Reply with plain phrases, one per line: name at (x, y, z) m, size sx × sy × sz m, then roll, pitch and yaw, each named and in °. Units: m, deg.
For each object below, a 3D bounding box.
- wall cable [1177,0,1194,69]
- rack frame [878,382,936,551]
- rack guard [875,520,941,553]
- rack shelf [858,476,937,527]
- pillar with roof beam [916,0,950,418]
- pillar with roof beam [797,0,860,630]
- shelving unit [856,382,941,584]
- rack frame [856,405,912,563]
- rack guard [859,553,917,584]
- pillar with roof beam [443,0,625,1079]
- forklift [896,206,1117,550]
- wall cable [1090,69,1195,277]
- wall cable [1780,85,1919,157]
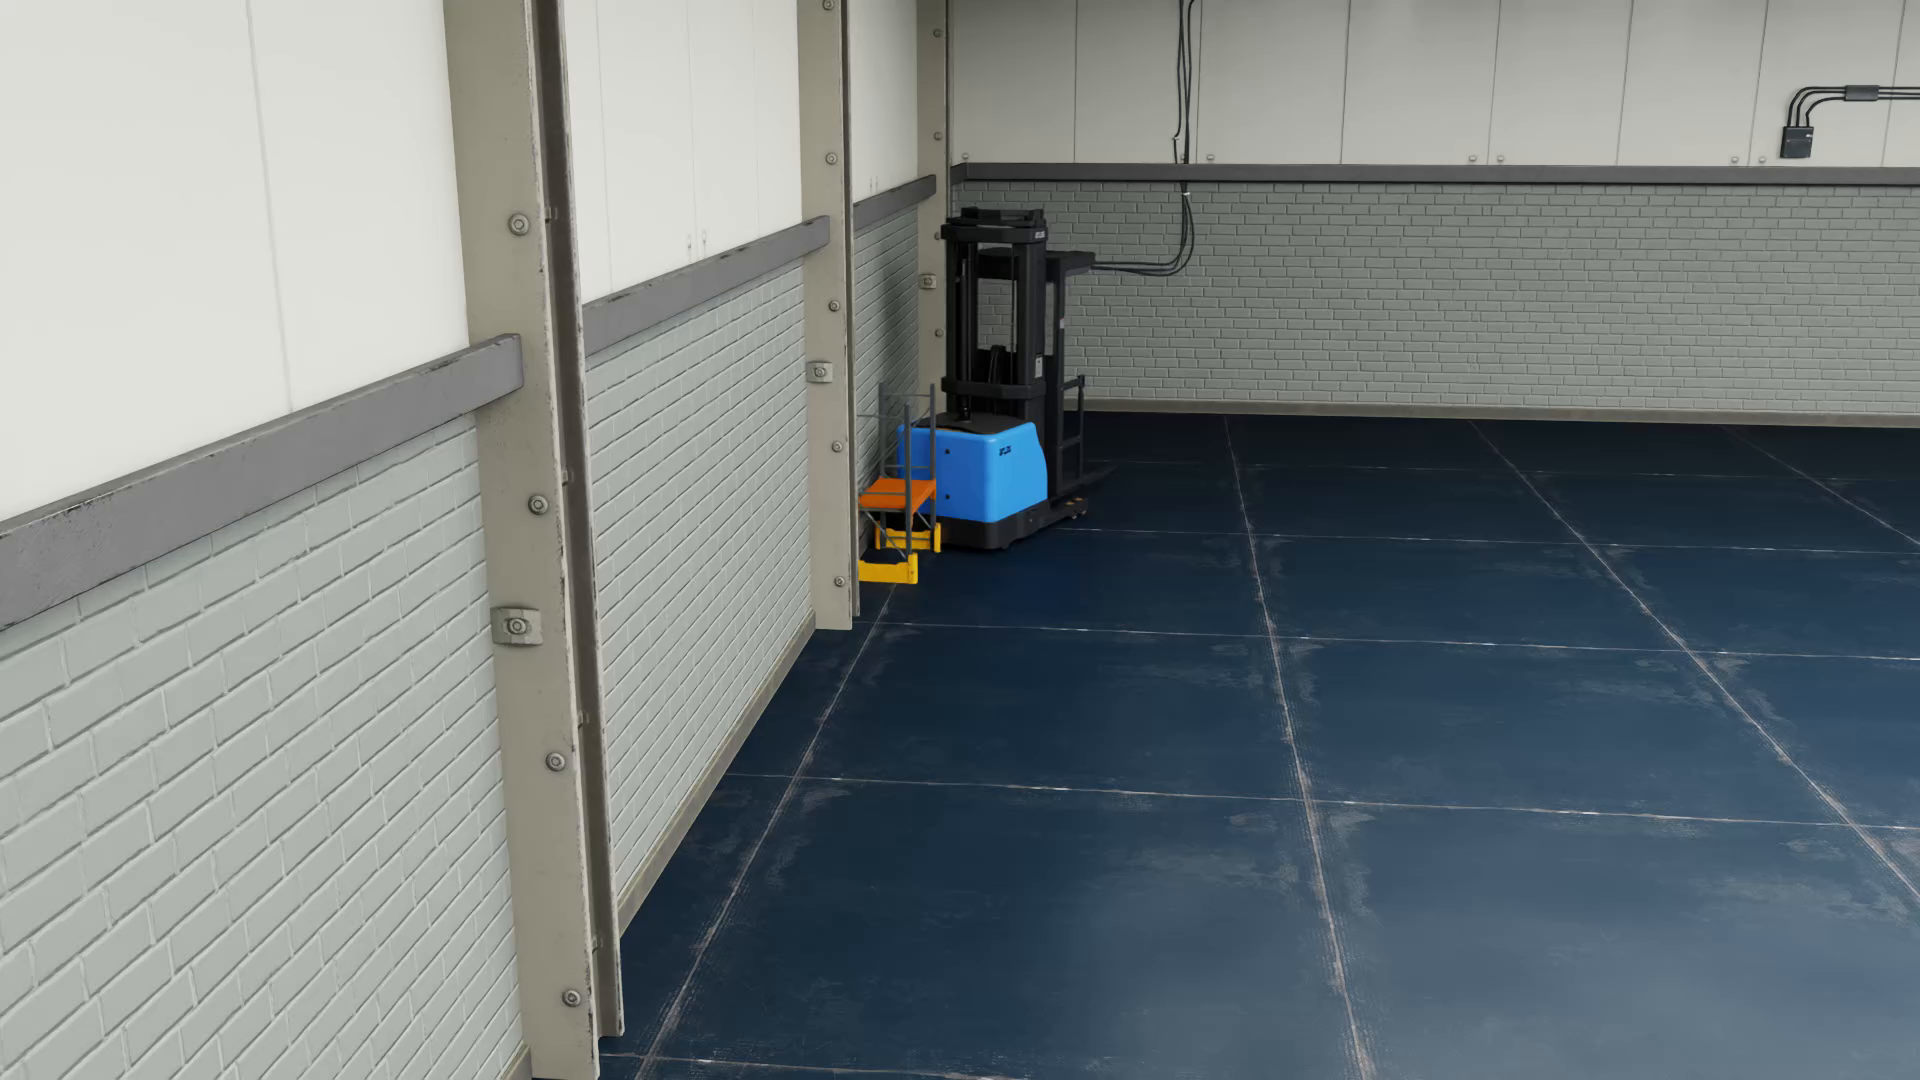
wall cable at (4.051, -6.857, 19.554) m, size 3.097 × 2.526 × 0.112 m, roll 2°, pitch 15°, yaw 6°
rack frame at (-0.462, -0.640, 14.654) m, size 0.500 × 1.500 × 0.032 m, roll 3°, pitch 15°, yaw 10°
rack guard at (-0.466, -0.031, 14.799) m, size 0.587 × 0.250 × 0.087 m, roll 3°, pitch 15°, yaw 10°
rack shelf at (-0.555, -0.335, 14.218) m, size 0.538 × 0.185 × 1.000 m, roll 3°, pitch 15°, yaw 10°
pillar with roof beam at (3.994, -5.146, 16.952) m, size 9.100 × 9.000 × 0.400 m, roll 2°, pitch 15°, yaw 6°
pillar with roof beam at (3.317, -3.590, 11.197) m, size 9.100 × 9.000 × 0.400 m, roll 2°, pitch 15°, yaw 6°
shelving unit at (-0.557, -0.507, 14.163) m, size 0.587 × 1.500 × 1.083 m, roll 3°, pitch 15°, yaw 10°
rack frame at (-0.649, -0.379, 13.689) m, size 0.500 × 1.500 × 0.032 m, roll 3°, pitch 15°, yaw 10°
rack guard at (-0.649, 0.224, 13.854) m, size 0.587 × 0.250 × 0.087 m, roll 3°, pitch 15°, yaw 10°
pillar with roof beam at (2.640, -2.033, 5.442) m, size 9.100 × 9.000 × 0.400 m, roll 2°, pitch 15°, yaw 6°
forklift at (0.586, -1.665, 15.704) m, size 1.130 × 2.935 × 3.031 m, roll 8°, pitch 17°, yaw 28°
wall cable at (1.363, -4.499, 20.508) m, size 3.097 × 2.526 × 0.112 m, roll 2°, pitch 15°, yaw 6°
wall cable at (10.794, -7.356, 18.610) m, size 2.305 × 6.003 × 0.169 m, roll 2°, pitch 15°, yaw 6°
